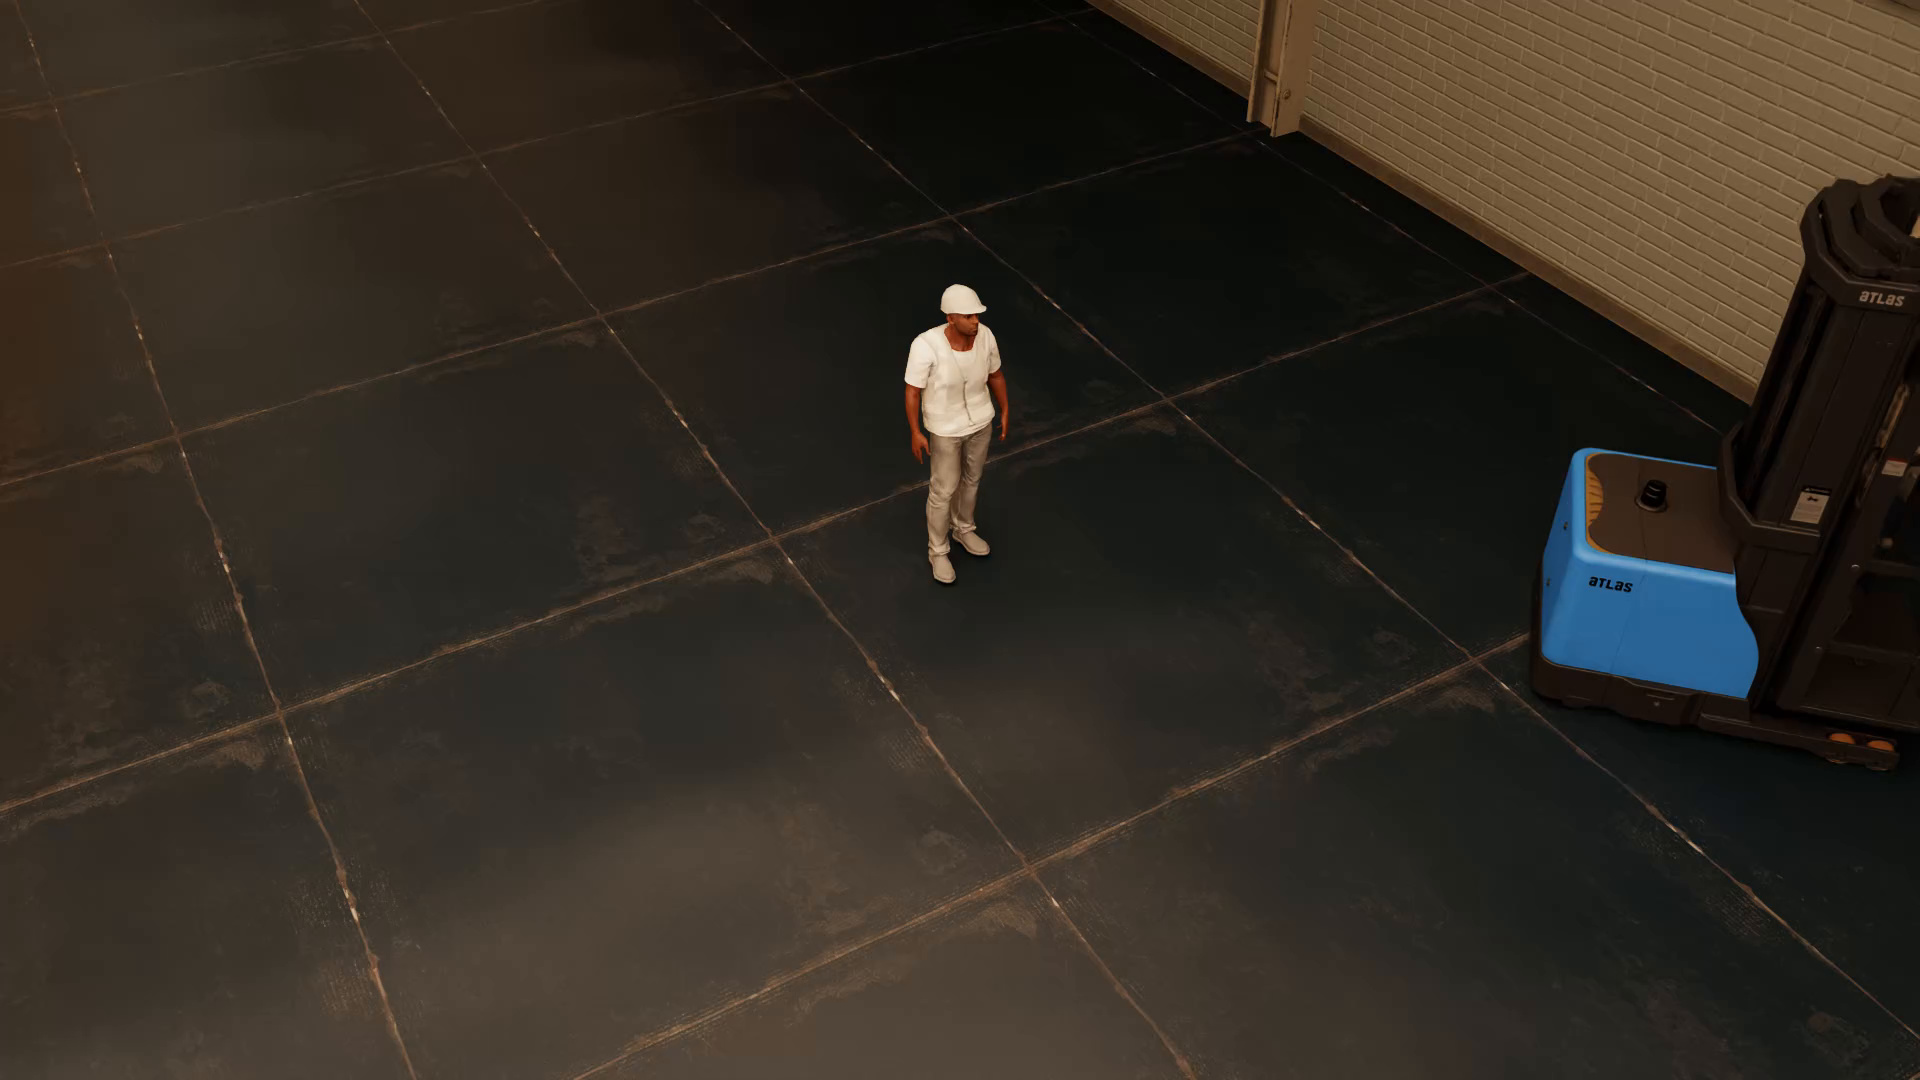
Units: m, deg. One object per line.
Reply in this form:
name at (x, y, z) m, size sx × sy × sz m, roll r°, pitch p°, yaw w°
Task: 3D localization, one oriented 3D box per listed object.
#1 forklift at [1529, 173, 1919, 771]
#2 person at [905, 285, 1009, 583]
forklift at (4.747, -0.279, 8.373) m, size 3.031 × 2.935 × 1.130 m, roll 10°, pitch 41°, yaw 12°
person at (0.029, -0.645, 9.715) m, size 0.666 × 1.765 × 0.577 m, roll -20°, pitch 44°, yaw -23°
